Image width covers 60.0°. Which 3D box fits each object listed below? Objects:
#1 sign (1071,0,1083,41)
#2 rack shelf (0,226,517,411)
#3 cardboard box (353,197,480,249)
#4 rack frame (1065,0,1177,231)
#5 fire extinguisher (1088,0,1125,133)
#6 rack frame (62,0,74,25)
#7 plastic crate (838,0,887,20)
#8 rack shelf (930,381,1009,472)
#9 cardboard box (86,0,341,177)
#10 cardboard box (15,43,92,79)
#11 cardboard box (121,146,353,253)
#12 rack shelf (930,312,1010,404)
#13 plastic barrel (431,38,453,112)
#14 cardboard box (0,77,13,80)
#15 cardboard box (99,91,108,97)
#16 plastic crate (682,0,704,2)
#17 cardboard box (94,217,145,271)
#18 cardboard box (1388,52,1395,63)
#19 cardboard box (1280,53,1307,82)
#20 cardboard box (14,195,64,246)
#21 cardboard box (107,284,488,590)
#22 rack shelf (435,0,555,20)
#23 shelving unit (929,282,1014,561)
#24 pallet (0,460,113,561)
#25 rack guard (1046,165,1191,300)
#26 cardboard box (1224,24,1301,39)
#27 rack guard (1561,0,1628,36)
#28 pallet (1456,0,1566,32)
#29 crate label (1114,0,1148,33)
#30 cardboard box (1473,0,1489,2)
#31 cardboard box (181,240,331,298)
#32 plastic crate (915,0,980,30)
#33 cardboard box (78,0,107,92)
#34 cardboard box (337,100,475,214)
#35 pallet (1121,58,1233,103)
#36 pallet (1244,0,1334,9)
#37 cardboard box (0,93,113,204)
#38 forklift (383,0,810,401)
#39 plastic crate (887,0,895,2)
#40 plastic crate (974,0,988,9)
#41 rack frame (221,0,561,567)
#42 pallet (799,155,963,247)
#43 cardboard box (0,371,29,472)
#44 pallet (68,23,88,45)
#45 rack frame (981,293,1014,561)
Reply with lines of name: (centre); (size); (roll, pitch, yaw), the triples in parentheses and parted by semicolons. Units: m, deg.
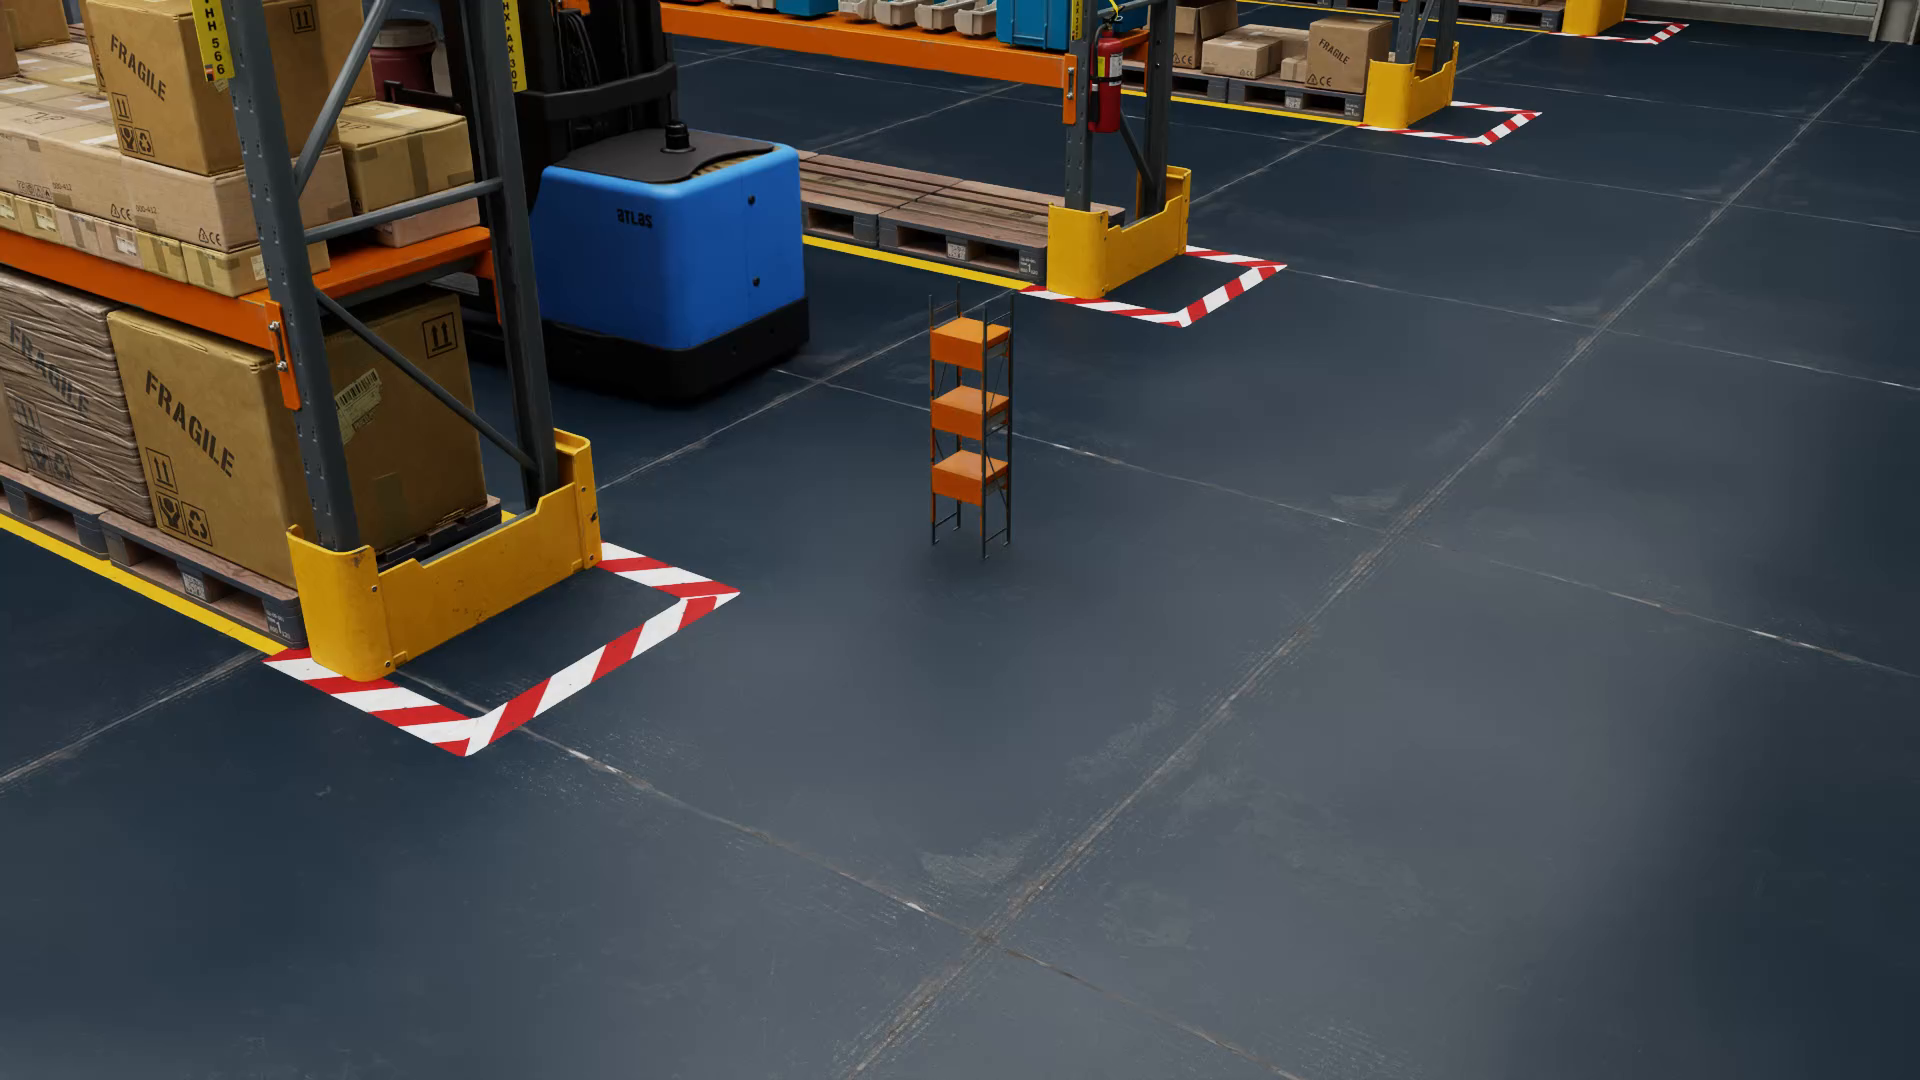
sign: (0.620, -2.814, 8.793); (0.005, 0.325, 0.100); (17, 32, 30)
rack shelf: (-3.534, -1.292, 6.776); (4.000, 0.370, 1.077); (17, 32, 30)
cardboard box: (-1.992, -1.202, 6.082); (0.250, 0.149, 0.380); (18, 32, 31)
rack frame: (0.919, -2.951, 9.242); (0.127, 3.000, 1.000); (17, 32, 30)
fire extinguisher: (0.786, -2.542, 8.934); (0.183, 0.674, 0.296); (17, 32, 30)
rack frame: (-8.973, -6.033, 15.297); (0.127, 3.000, 1.000); (17, 32, 30)
plastic crate: (-0.585, -3.213, 9.982); (0.250, 0.136, 0.298); (17, 32, 30)
rack shelf: (0.044, -0.445, 6.490); (0.240, 0.259, 0.215); (17, 32, 30)
cardboard box: (-2.436, -1.526, 5.453); (0.500, 0.500, 0.500); (18, 32, 31)
cardboard box: (-3.822, -1.914, 7.042); (0.500, 0.250, 0.500); (18, 32, 31)
cardboard box: (-2.435, -1.190, 5.619); (0.500, 0.250, 0.500); (17, 31, 30)
rack shelf: (0.044, -0.698, 6.361); (0.240, 0.259, 0.215); (17, 32, 30)
plastic barrel: (-3.816, -3.563, 12.724); (0.421, 0.512, 0.421); (0, 27, 0)
cardboard box: (-4.107, -1.713, 6.647); (0.500, 0.250, 0.500); (18, 32, 32)
cardboard box: (-2.973, -1.651, 6.524); (0.500, 0.250, 0.500); (16, 31, 29)
plastic crate: (-1.785, -3.711, 10.597); (0.583, 0.464, 0.402); (17, 32, 30)
cardboard box: (-2.788, -1.087, 5.856); (0.250, 0.149, 0.380); (17, 32, 30)
cardboard box: (3.575, -3.964, 13.889); (0.250, 0.149, 0.380); (17, 32, 30)
cardboard box: (2.856, -3.921, 13.786); (0.250, 0.166, 0.380); (17, 32, 30)
cardboard box: (-3.208, -1.218, 6.112); (0.250, 0.149, 0.380); (17, 31, 29)
cardboard box: (-2.459, -0.474, 6.254); (0.875, 0.875, 0.875); (17, 32, 30)
rack shelf: (-4.027, -4.171, 12.433); (4.000, 0.370, 1.077); (17, 32, 30)
shelving unit: (0.044, -0.454, 6.485); (0.252, 1.050, 0.215); (17, 32, 30)
pallet: (-3.591, -0.346, 7.198); (1.213, 0.211, 1.003); (17, 32, 30)
rack guard: (0.946, -1.836, 9.806); (0.348, 0.500, 1.175); (17, 32, 30)
cardboard box: (2.614, -4.275, 14.390); (0.500, 0.250, 0.500); (17, 32, 30)
rack guard: (6.547, -5.535, 17.075); (0.348, 0.500, 1.175); (17, 32, 30)
pallet: (5.824, -5.588, 17.498); (1.213, 0.211, 1.003); (17, 32, 30)
crate label: (0.901, -3.090, 9.633); (0.303, 0.233, 0.416); (17, 32, 30)
cardboard box: (5.481, -5.999, 17.524); (0.500, 0.500, 0.700); (17, 32, 30)
cardboard box: (-2.366, -0.956, 5.598); (0.250, 0.149, 0.380); (18, 32, 31)
plastic crate: (-0.087, -3.082, 9.723); (0.243, 0.136, 0.396); (17, 32, 30)
cardboard box: (-2.971, -1.983, 6.350); (0.500, 0.500, 0.500); (16, 31, 29)
cardboard box: (-2.129, -1.389, 6.010); (0.500, 0.250, 0.500); (16, 31, 29)
pallet: (2.004, -4.097, 14.568); (1.213, 0.211, 1.003); (17, 32, 30)
pallet: (3.813, -6.215, 18.730); (1.213, 0.211, 1.003); (17, 32, 30)
cardboard box: (-3.273, -1.452, 6.132); (0.500, 0.250, 0.500); (16, 31, 29)
forklift: (-2.298, -2.470, 8.371); (3.031, 2.935, 1.130); (16, 31, 29)
plastic crate: (-0.431, -3.505, 10.449); (0.300, 0.233, 0.416); (17, 32, 30)
plastic crate: (0.125, -3.334, 10.220); (0.298, 0.136, 0.250); (17, 32, 30)
rack frame: (-1.886, -1.100, 5.603); (0.127, 3.000, 1.000); (17, 32, 30)
pallet: (-0.741, -2.248, 10.935); (1.213, 0.211, 1.003); (17, 32, 30)
cardboard box: (-3.942, -0.936, 7.162); (0.875, 0.875, 0.875); (17, 32, 30)
pallet: (-8.304, -4.603, 15.562); (1.213, 0.211, 1.003); (17, 32, 30)
rack frame: (0.145, -0.423, 6.423); (0.008, 1.050, 0.200); (17, 32, 30)
